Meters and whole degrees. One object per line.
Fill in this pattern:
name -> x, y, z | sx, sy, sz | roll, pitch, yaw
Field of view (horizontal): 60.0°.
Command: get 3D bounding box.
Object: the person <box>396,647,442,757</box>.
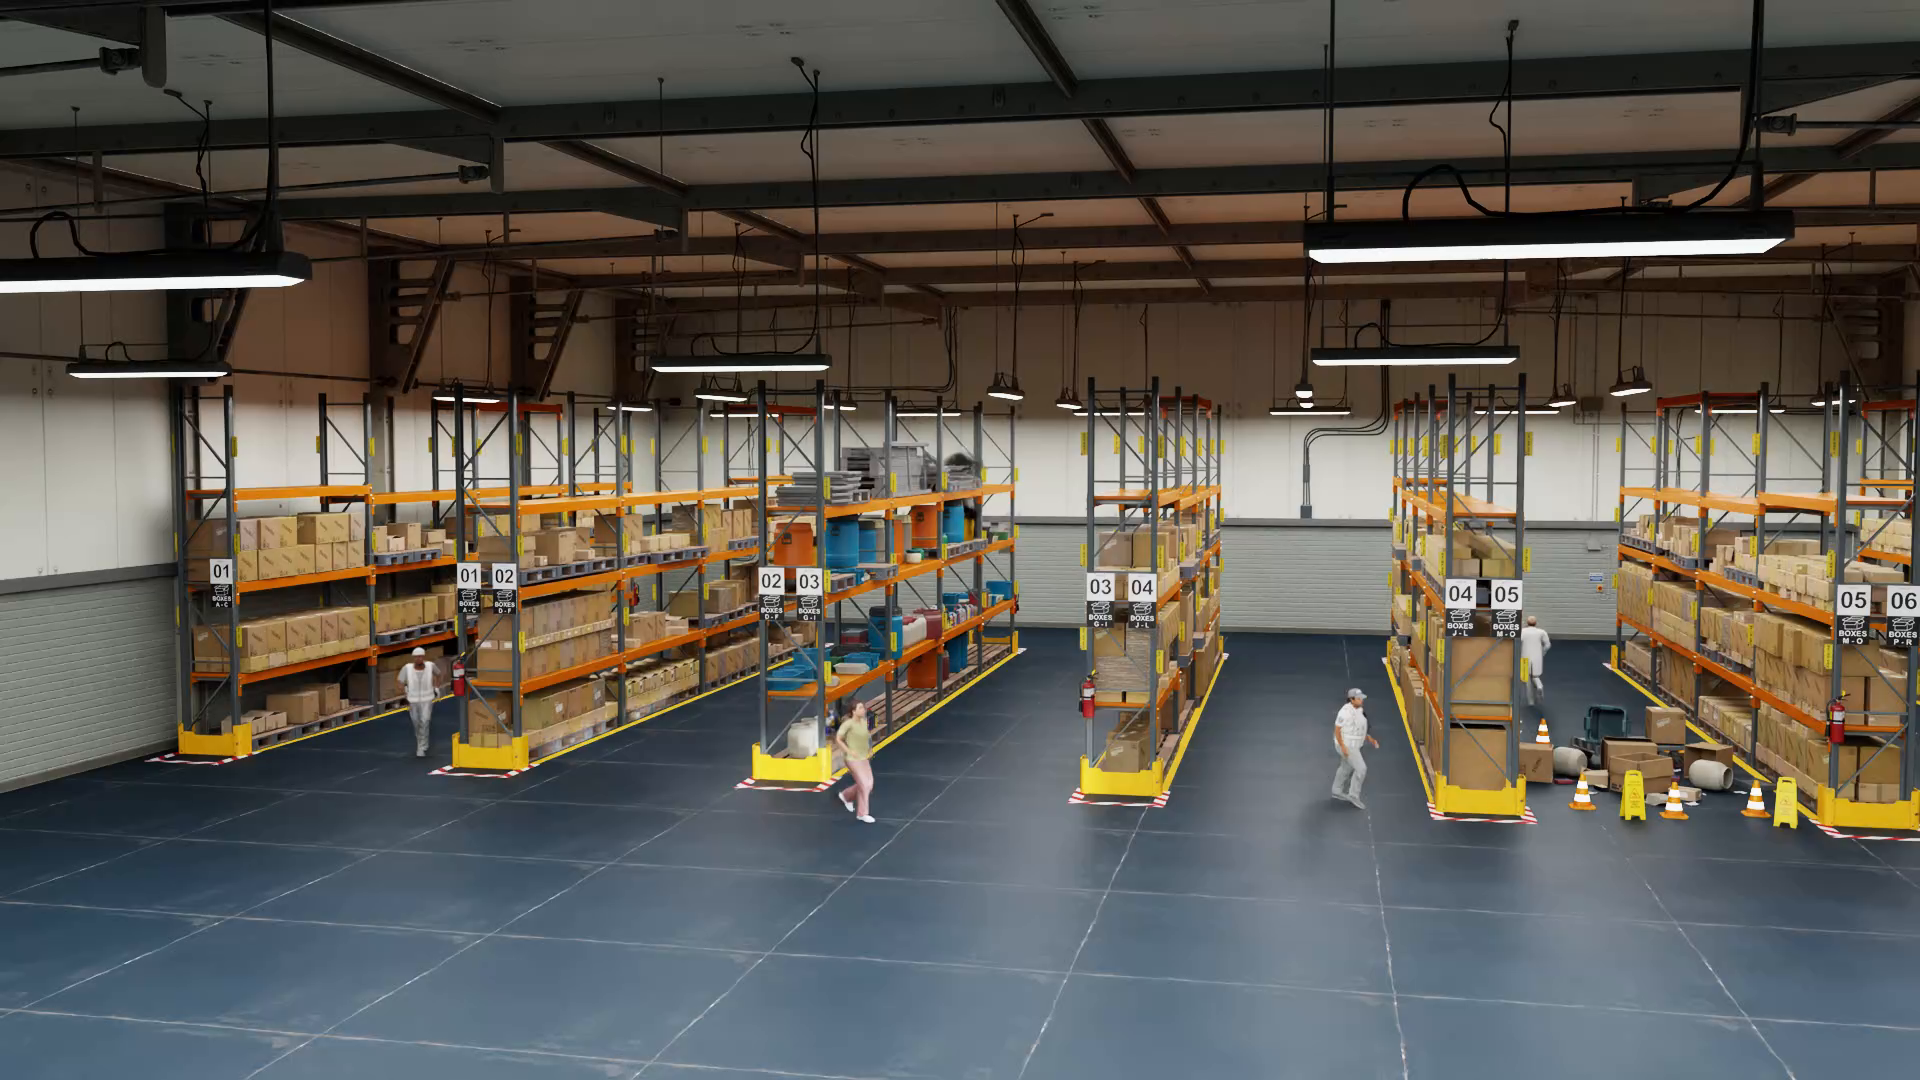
person -> -8.785, 2.599, 27.029 | 0.682, 1.749, 0.968 | -1, 3, -12

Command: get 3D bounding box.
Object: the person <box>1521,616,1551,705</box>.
person -> 11.024, 2.344, 32.070 | 0.700, 1.756, 0.727 | 1, 3, 15

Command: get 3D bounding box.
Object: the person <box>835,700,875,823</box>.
person -> -1.443, 2.945, 22.244 | 0.635, 1.643, 0.611 | 2, 4, 37

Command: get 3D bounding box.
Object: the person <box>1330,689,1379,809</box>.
person -> 5.412, 2.871, 23.082 | 0.724, 1.649, 0.544 | 3, 4, 40
